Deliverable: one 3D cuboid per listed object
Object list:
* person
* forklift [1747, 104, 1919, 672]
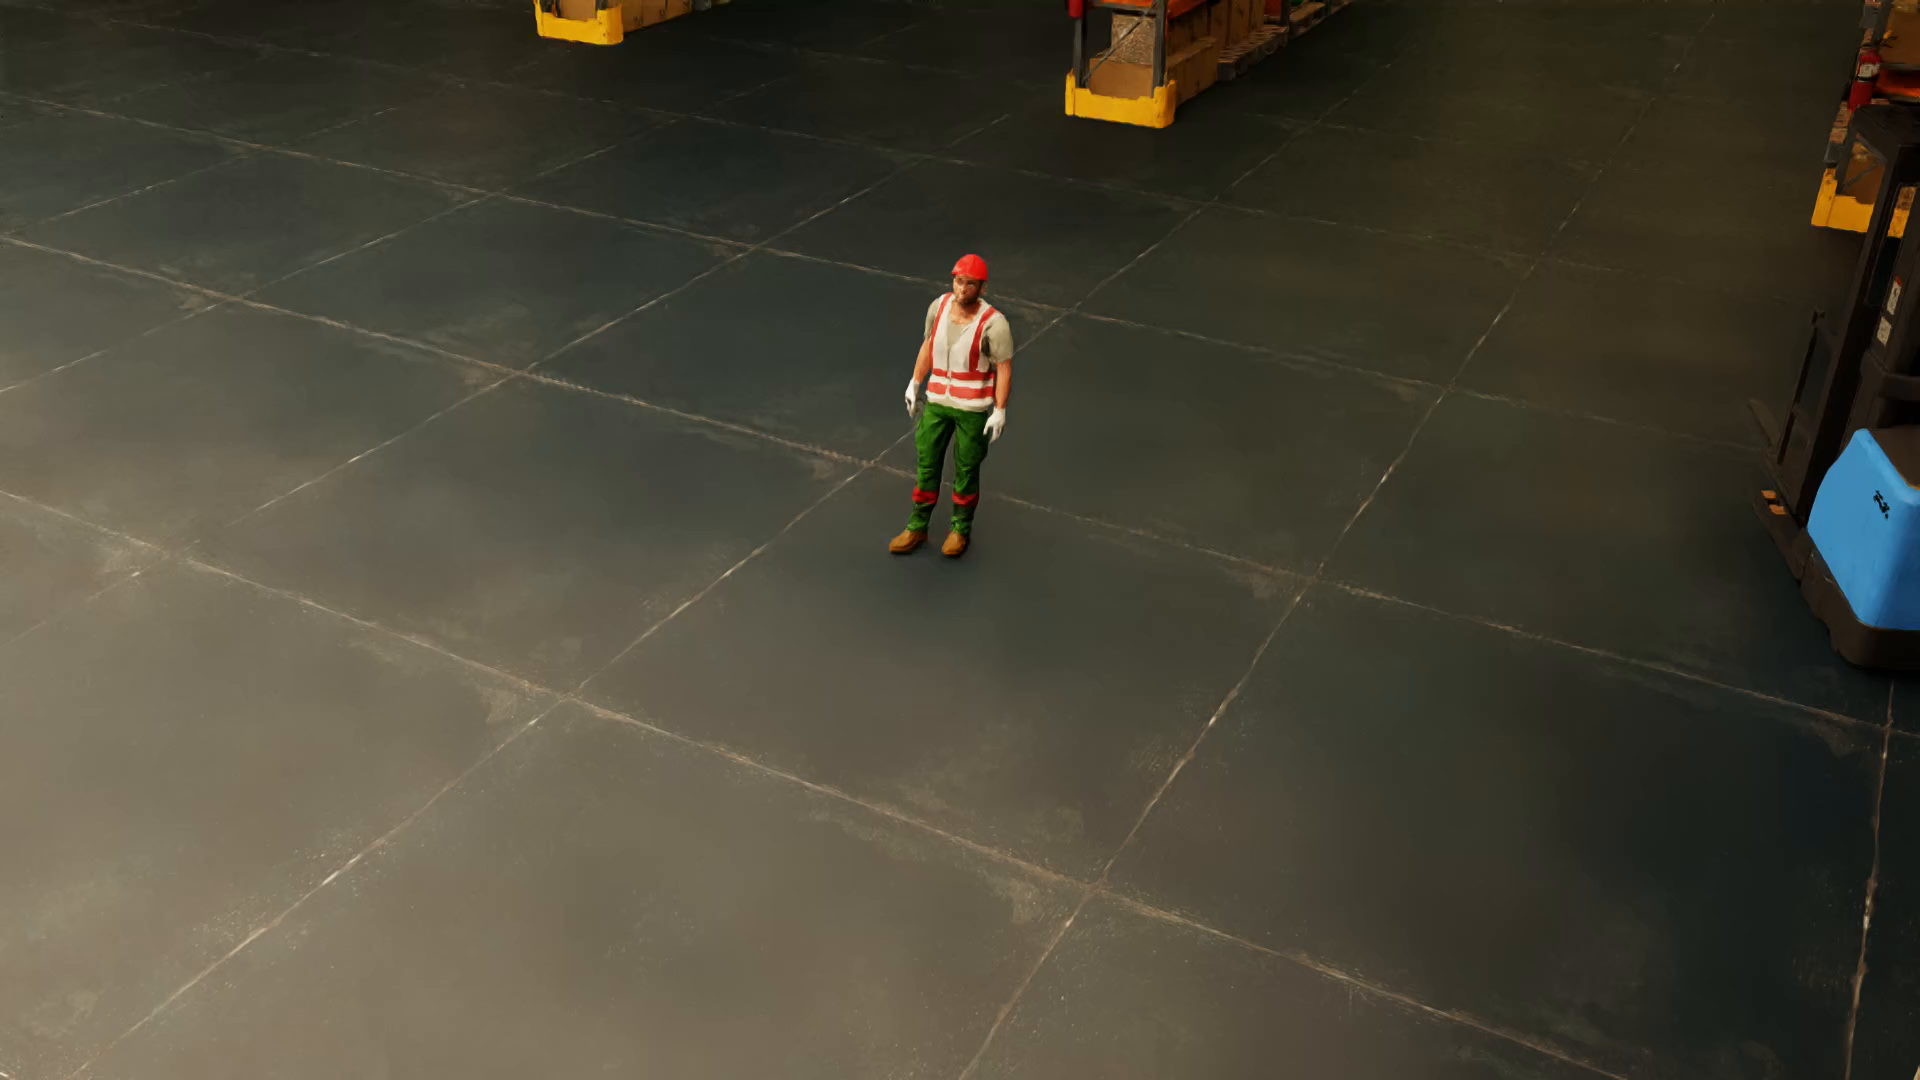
[{"bbox_3d":[-0.048,-0.748,9.496,0.637,1.787,0.563,15,33,25],"label":"person"},{"bbox_3d":[5.409,-1.254,9.243,1.130,2.935,3.031,4,30,8],"label":"forklift"}]
